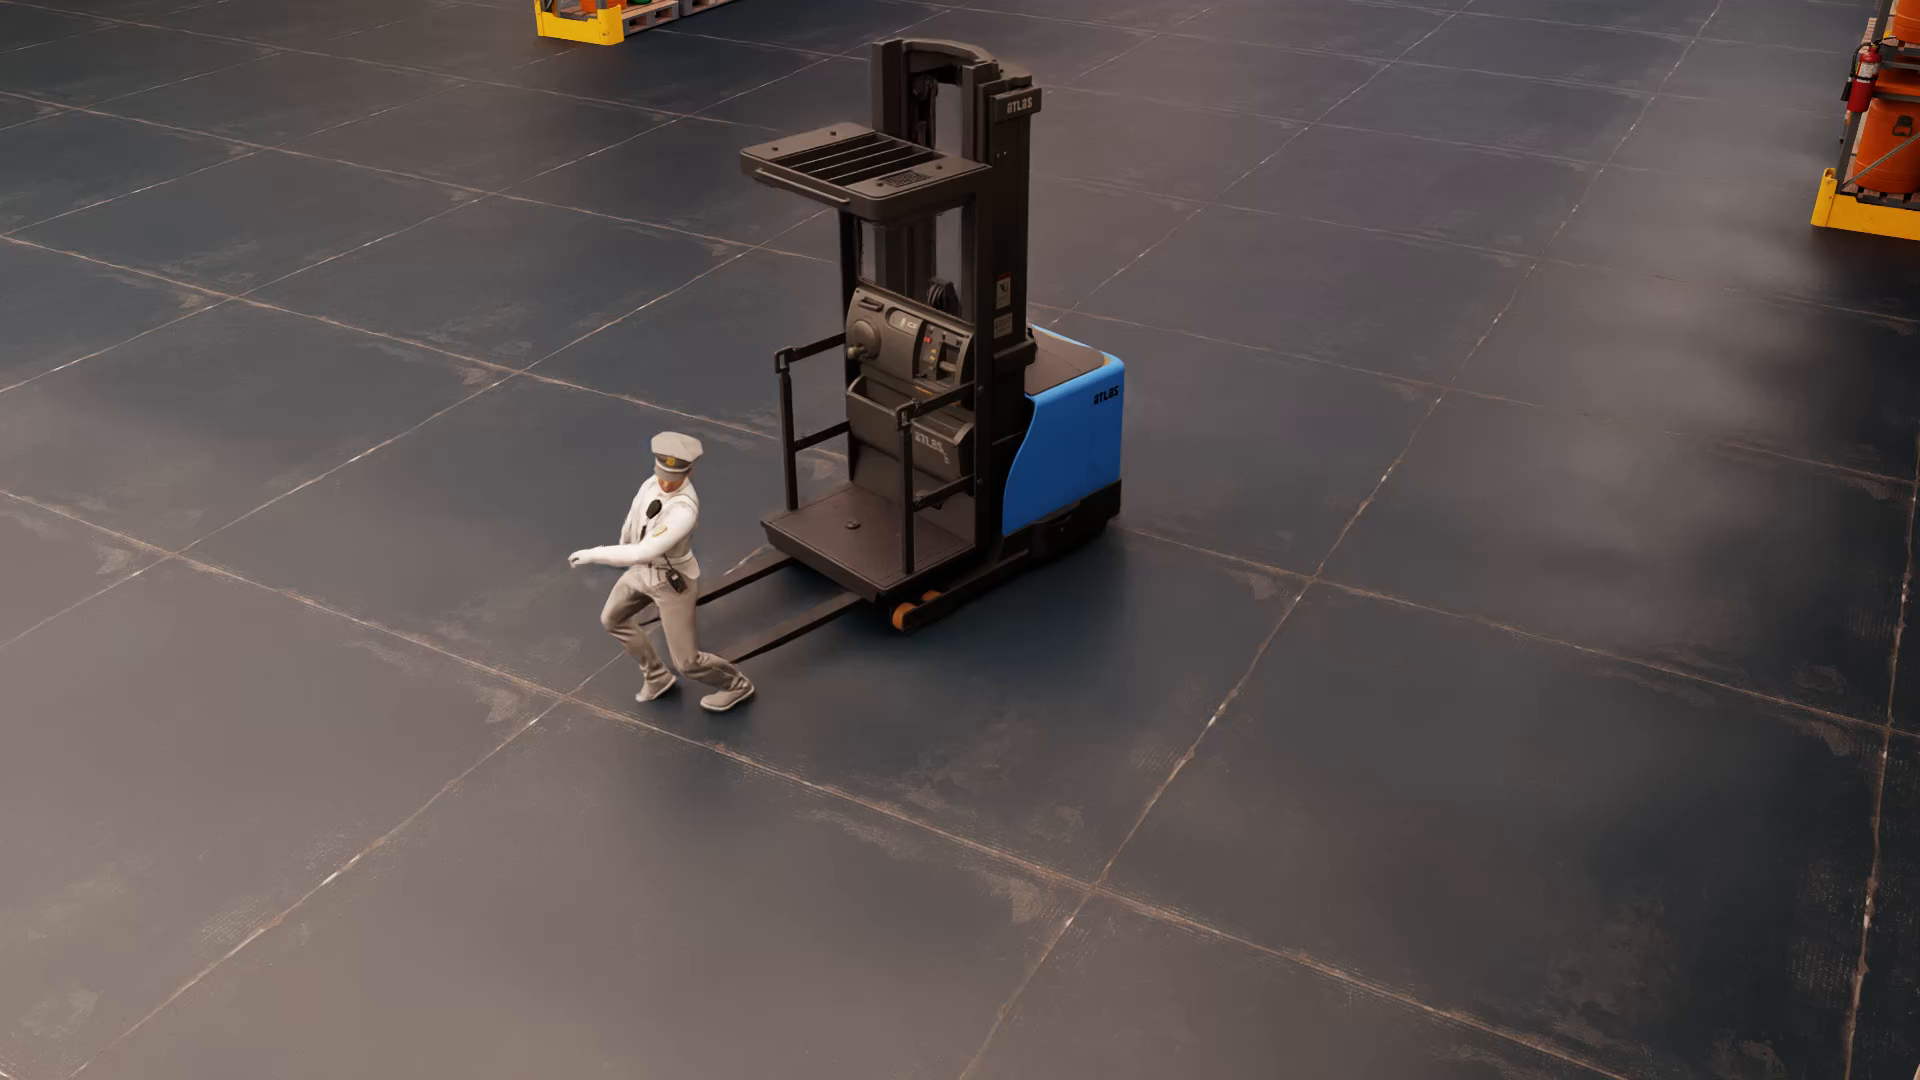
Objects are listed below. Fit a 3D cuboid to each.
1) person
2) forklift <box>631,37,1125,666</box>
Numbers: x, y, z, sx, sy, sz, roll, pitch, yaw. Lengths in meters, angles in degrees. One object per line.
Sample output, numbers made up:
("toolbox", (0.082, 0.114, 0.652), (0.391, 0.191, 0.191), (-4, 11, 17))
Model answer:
("person", (-1.538, 0.185, 8.216), (0.783, 1.597, 0.725), (-20, 35, -30))
("forklift", (-0.433, -1.050, 8.891), (3.031, 2.935, 1.130), (-26, 39, -37))
